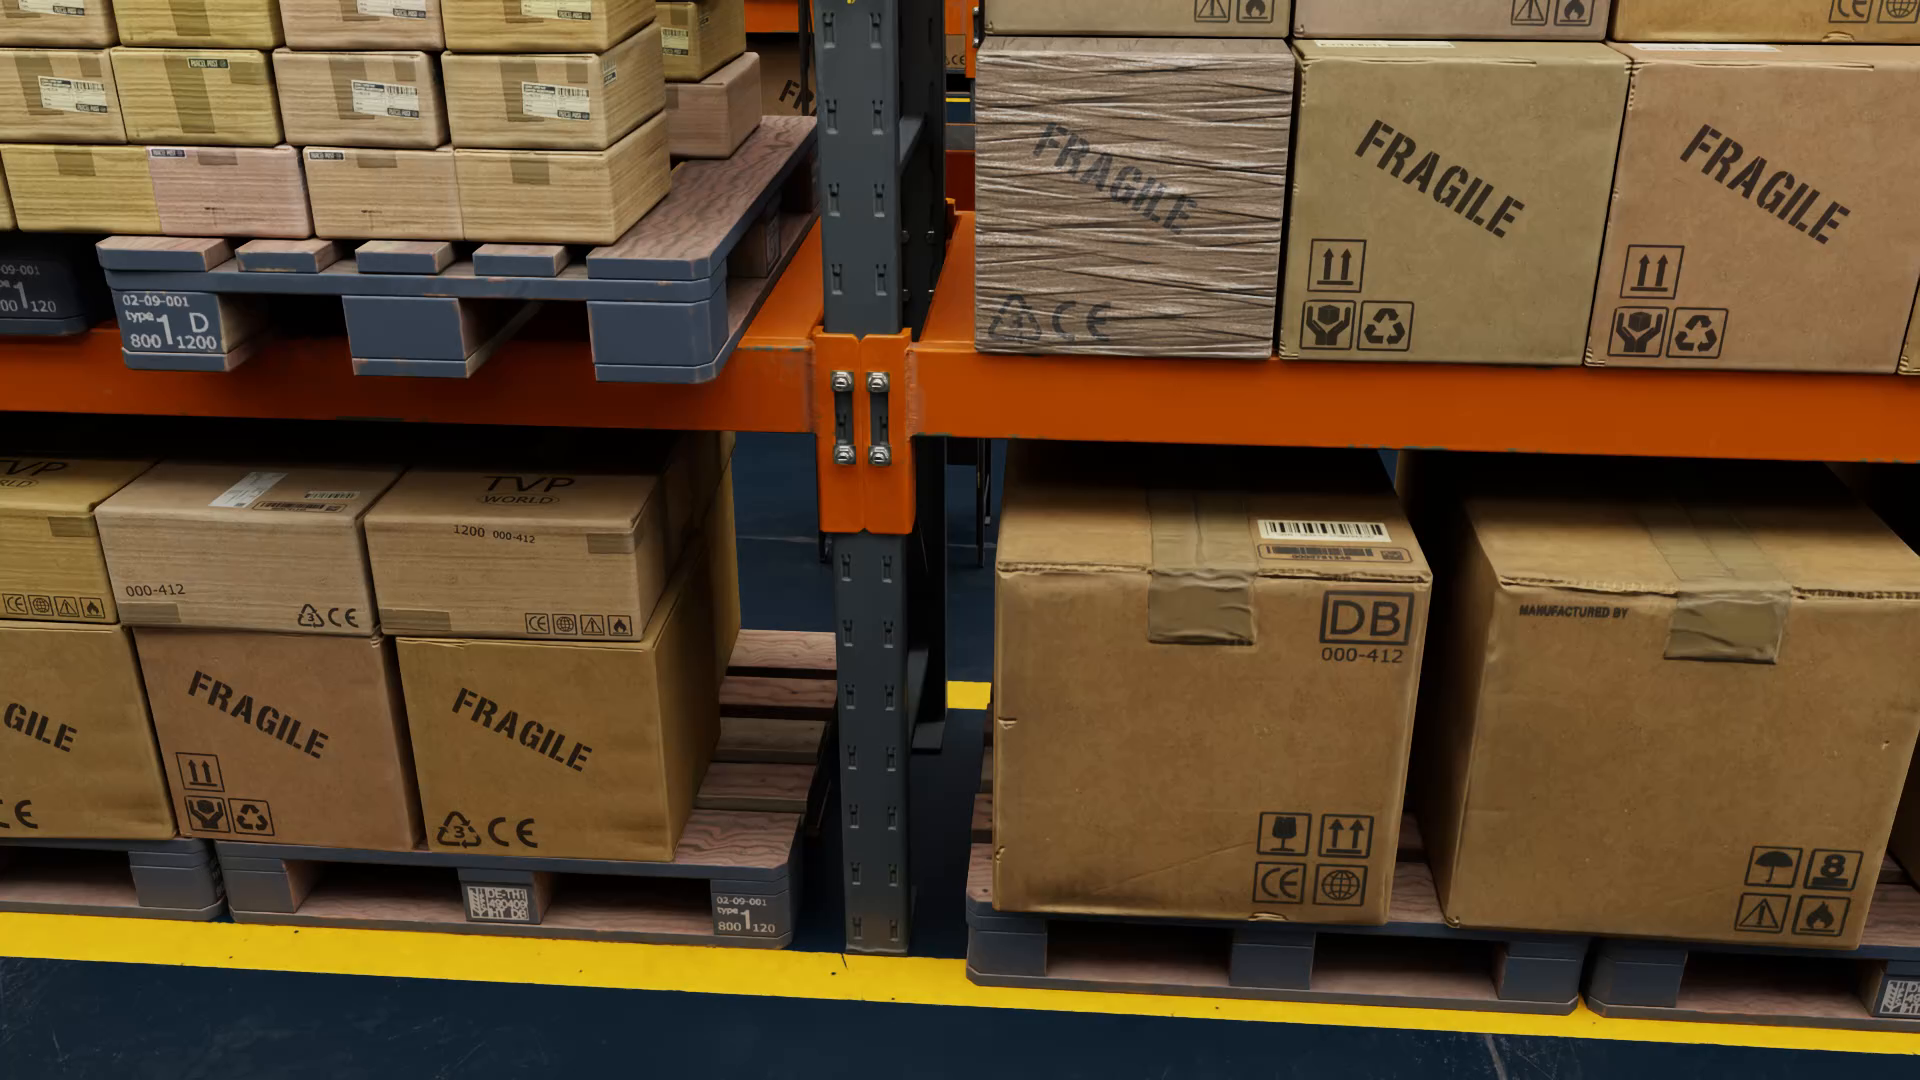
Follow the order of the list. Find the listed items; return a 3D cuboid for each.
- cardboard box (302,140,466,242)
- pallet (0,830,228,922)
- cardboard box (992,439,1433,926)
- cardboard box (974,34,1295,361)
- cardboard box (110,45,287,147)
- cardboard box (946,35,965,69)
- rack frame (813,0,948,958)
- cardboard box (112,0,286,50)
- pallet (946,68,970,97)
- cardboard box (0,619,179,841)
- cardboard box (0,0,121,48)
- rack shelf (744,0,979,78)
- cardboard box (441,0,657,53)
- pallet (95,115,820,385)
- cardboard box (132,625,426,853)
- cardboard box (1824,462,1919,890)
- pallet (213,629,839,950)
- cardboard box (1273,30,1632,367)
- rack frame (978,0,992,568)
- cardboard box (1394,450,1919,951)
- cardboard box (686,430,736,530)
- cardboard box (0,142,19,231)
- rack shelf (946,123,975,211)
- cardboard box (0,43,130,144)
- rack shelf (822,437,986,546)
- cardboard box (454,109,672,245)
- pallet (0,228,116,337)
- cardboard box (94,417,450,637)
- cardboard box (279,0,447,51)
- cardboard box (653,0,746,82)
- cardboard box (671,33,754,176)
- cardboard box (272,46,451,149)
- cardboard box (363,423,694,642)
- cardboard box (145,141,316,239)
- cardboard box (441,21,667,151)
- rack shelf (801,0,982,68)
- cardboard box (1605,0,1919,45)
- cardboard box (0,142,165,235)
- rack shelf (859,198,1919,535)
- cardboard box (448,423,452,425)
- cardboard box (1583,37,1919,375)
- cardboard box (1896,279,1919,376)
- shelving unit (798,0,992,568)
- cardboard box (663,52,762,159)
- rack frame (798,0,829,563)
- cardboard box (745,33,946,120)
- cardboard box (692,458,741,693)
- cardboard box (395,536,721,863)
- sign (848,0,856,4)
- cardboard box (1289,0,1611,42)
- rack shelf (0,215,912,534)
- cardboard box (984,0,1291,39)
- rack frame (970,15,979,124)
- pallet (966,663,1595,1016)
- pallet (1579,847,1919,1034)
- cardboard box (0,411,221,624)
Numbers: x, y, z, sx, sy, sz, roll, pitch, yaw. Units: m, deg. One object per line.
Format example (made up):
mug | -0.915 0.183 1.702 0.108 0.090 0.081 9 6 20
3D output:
cardboard box | -0.907 -0.629 2.828 0.250 0.149 0.380 2 25 4
pallet | -2.125 0.481 3.952 1.213 0.211 1.003 2 25 4
cardboard box | 0.468 0.168 3.485 0.750 0.750 1.050 2 25 3
cardboard box | 0.294 -0.638 2.929 0.500 0.500 0.500 2 25 5
cardboard box | -1.189 -0.773 2.784 0.250 0.149 0.380 2 25 5
cardboard box | 0.084 -3.834 12.482 0.500 0.500 0.500 3 25 6
rack frame | -0.132 -0.720 3.226 0.127 3.000 1.000 2 25 4
cardboard box | -1.168 -0.909 2.723 0.250 0.149 0.380 3 25 6
pallet | -0.220 -3.628 12.882 1.213 0.211 1.003 2 25 4
cardboard box | -1.855 0.284 3.531 0.500 0.500 0.500 1 25 2
cardboard box | -1.434 -0.916 2.738 0.250 0.149 0.380 3 25 6
rack shelf | -1.848 -2.523 8.006 4.000 0.370 1.077 2 25 4
cardboard box | -0.656 -0.891 2.685 0.250 0.149 0.380 1 25 2
pallet | -0.851 -0.611 3.219 1.003 0.211 1.213 2 25 4
cardboard box | -1.326 0.295 3.509 0.500 0.500 0.500 3 25 6
cardboard box | 2.268 0.224 3.363 0.750 0.750 1.050 2 25 4
pallet | -0.912 0.521 3.865 1.213 0.211 1.003 2 25 4
cardboard box | 0.802 -0.623 2.897 0.500 0.500 0.500 2 25 3
rack frame | 0.078 -0.951 4.806 0.015 2.100 0.400 2 25 4
cardboard box | 1.340 0.195 3.427 0.750 0.750 1.050 2 25 5
cardboard box | -0.802 -0.239 3.771 0.500 0.250 0.500 1 25 2
cardboard box | -1.680 -0.655 2.883 0.250 0.149 0.380 1 25 2
rack shelf | -0.165 -0.947 4.828 0.480 0.518 0.431 2 25 4
cardboard box | -1.438 -0.781 2.801 0.250 0.149 0.380 2 25 4
rack shelf | -0.165 -0.311 5.121 0.480 0.518 0.431 2 25 4
cardboard box | -0.660 -0.621 2.809 0.250 0.149 0.380 2 25 5
pallet | -2.109 -0.679 3.367 1.213 0.211 1.003 2 25 4
cardboard box | -1.339 -0.040 3.339 0.500 0.250 0.500 2 25 5
cardboard box | -0.906 -0.900 2.705 0.250 0.149 0.380 2 25 3
cardboard box | -0.599 -1.031 3.344 0.250 0.149 0.380 3 25 6
cardboard box | -1.426 -2.099 8.262 0.875 0.875 0.875 2 25 5
cardboard box | -0.926 -0.766 2.768 0.250 0.149 0.380 3 25 6
cardboard box | -0.834 -0.028 3.314 0.500 0.250 0.500 1 25 3
cardboard box | -1.163 -0.638 2.845 0.250 0.149 0.380 2 25 5
cardboard box | -0.660 -0.758 2.751 0.250 0.149 0.380 2 25 5
rack shelf | -0.165 -1.583 4.536 0.480 0.518 0.431 2 25 4
cardboard box | 1.330 -1.170 2.888 0.500 0.500 0.700 1 25 3
cardboard box | -1.412 -0.647 2.866 0.250 0.149 0.380 2 25 3
rack shelf | 1.862 -0.329 3.237 4.000 0.370 1.077 2 25 4
cardboard box | -1.307 -0.255 3.807 0.500 0.250 0.500 2 25 3
cardboard box | 1.304 -0.607 2.861 0.500 0.500 0.500 2 25 4
cardboard box | 1.801 -0.590 2.825 0.500 0.500 0.500 2 25 3
shelving unit | -0.165 -0.959 4.823 0.503 2.100 0.431 2 25 4
cardboard box | -0.563 -0.895 3.405 0.250 0.149 0.380 2 25 3
rack frame | -0.408 -0.967 4.840 0.015 2.100 0.400 2 25 4
cardboard box | -0.537 -2.069 8.196 0.875 0.875 0.875 2 25 4
cardboard box | -0.818 0.096 3.941 0.500 0.500 0.500 1 25 2
cardboard box | -0.809 0.313 3.470 0.500 0.500 0.500 2 25 4
sign | -0.165 -0.983 2.508 0.005 0.325 0.100 2 25 4
cardboard box | 0.819 -1.185 2.922 0.500 0.500 0.700 1 25 3
rack shelf | -2.127 -0.457 3.516 4.000 0.370 1.077 2 25 4
cardboard box | 0.314 -1.201 2.956 0.500 0.500 0.700 2 25 4
rack frame | 0.146 -2.786 7.717 0.127 3.000 1.000 2 25 4
pallet | 0.648 0.603 3.686 1.213 0.211 1.003 2 25 4
pallet | 1.861 0.644 3.599 1.213 0.211 1.003 2 25 4
cardboard box | -1.844 -0.063 3.389 0.500 0.250 0.500 2 25 5
